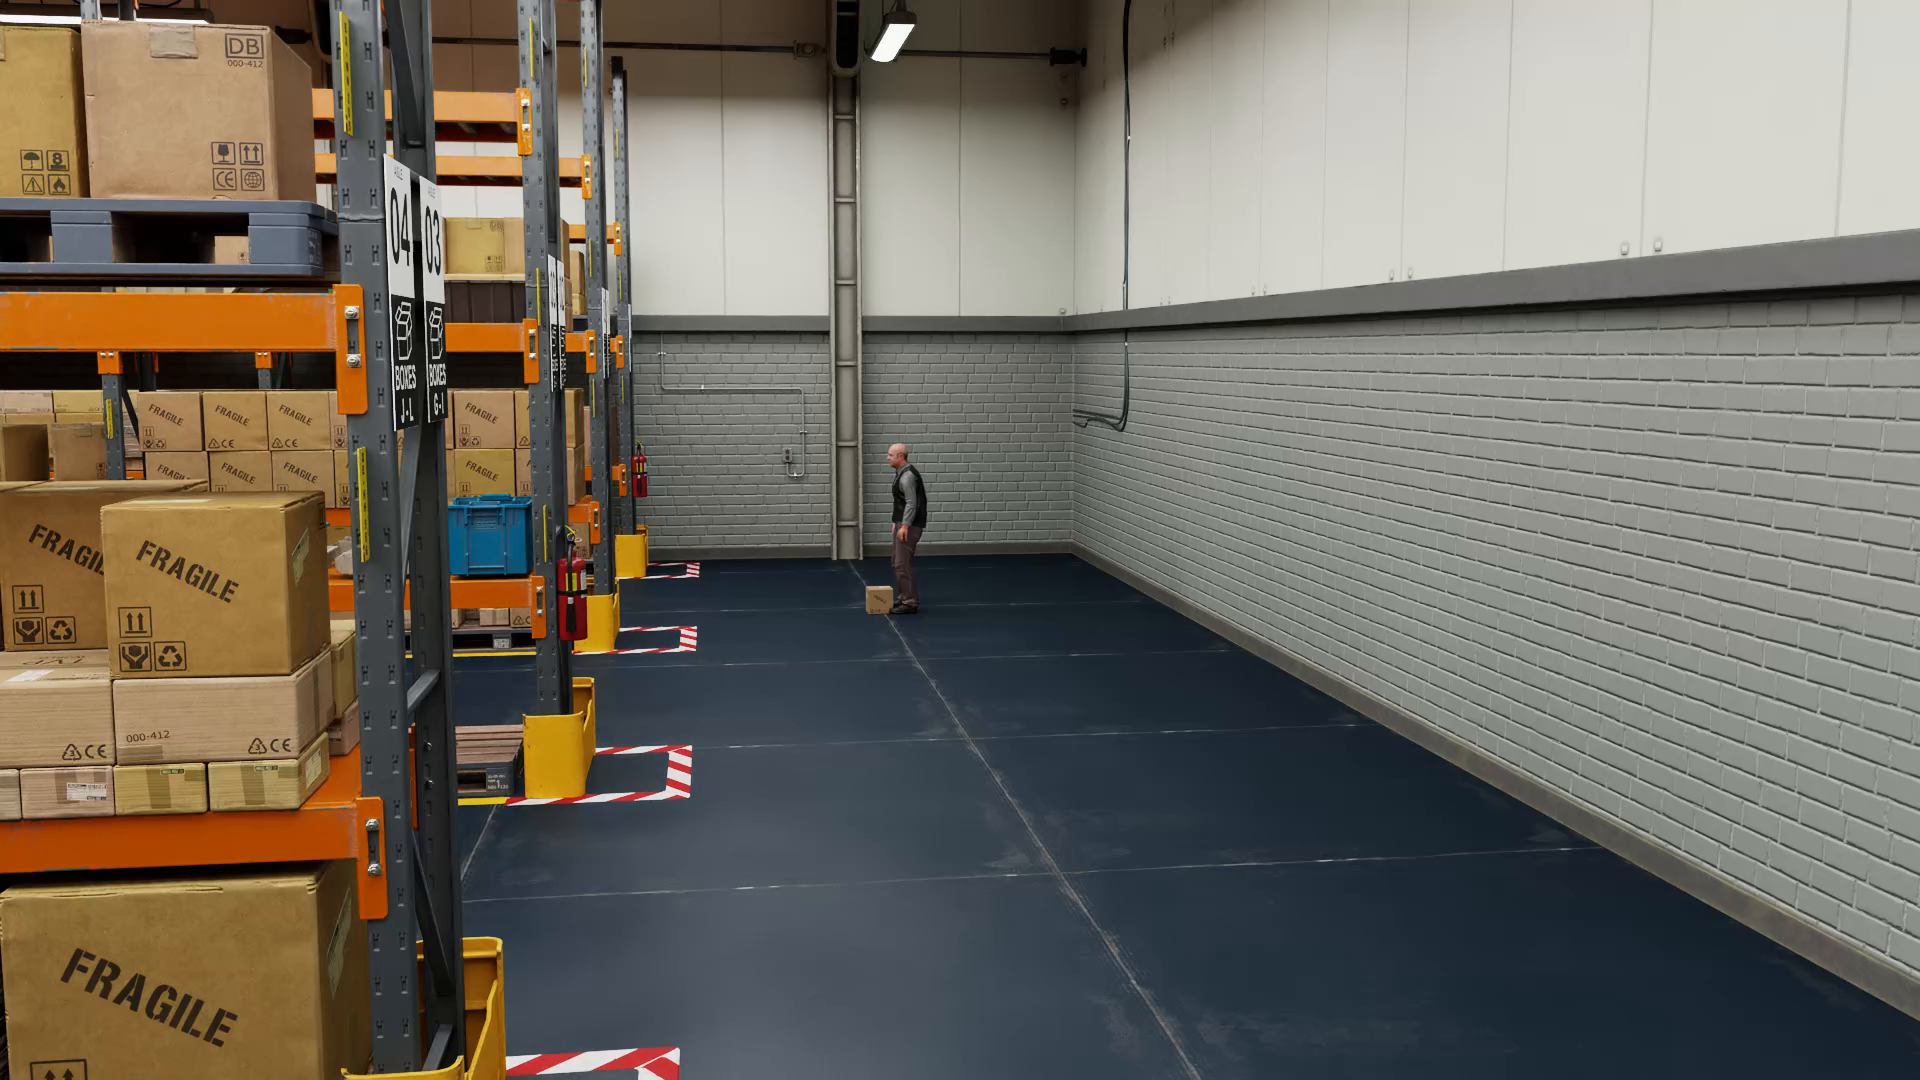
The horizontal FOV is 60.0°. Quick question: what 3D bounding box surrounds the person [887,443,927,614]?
[{"bbox_3d":[-0.545,-0.126,16.936,0.420,1.721,0.580,-1,7,-9],"label":"person"}]
